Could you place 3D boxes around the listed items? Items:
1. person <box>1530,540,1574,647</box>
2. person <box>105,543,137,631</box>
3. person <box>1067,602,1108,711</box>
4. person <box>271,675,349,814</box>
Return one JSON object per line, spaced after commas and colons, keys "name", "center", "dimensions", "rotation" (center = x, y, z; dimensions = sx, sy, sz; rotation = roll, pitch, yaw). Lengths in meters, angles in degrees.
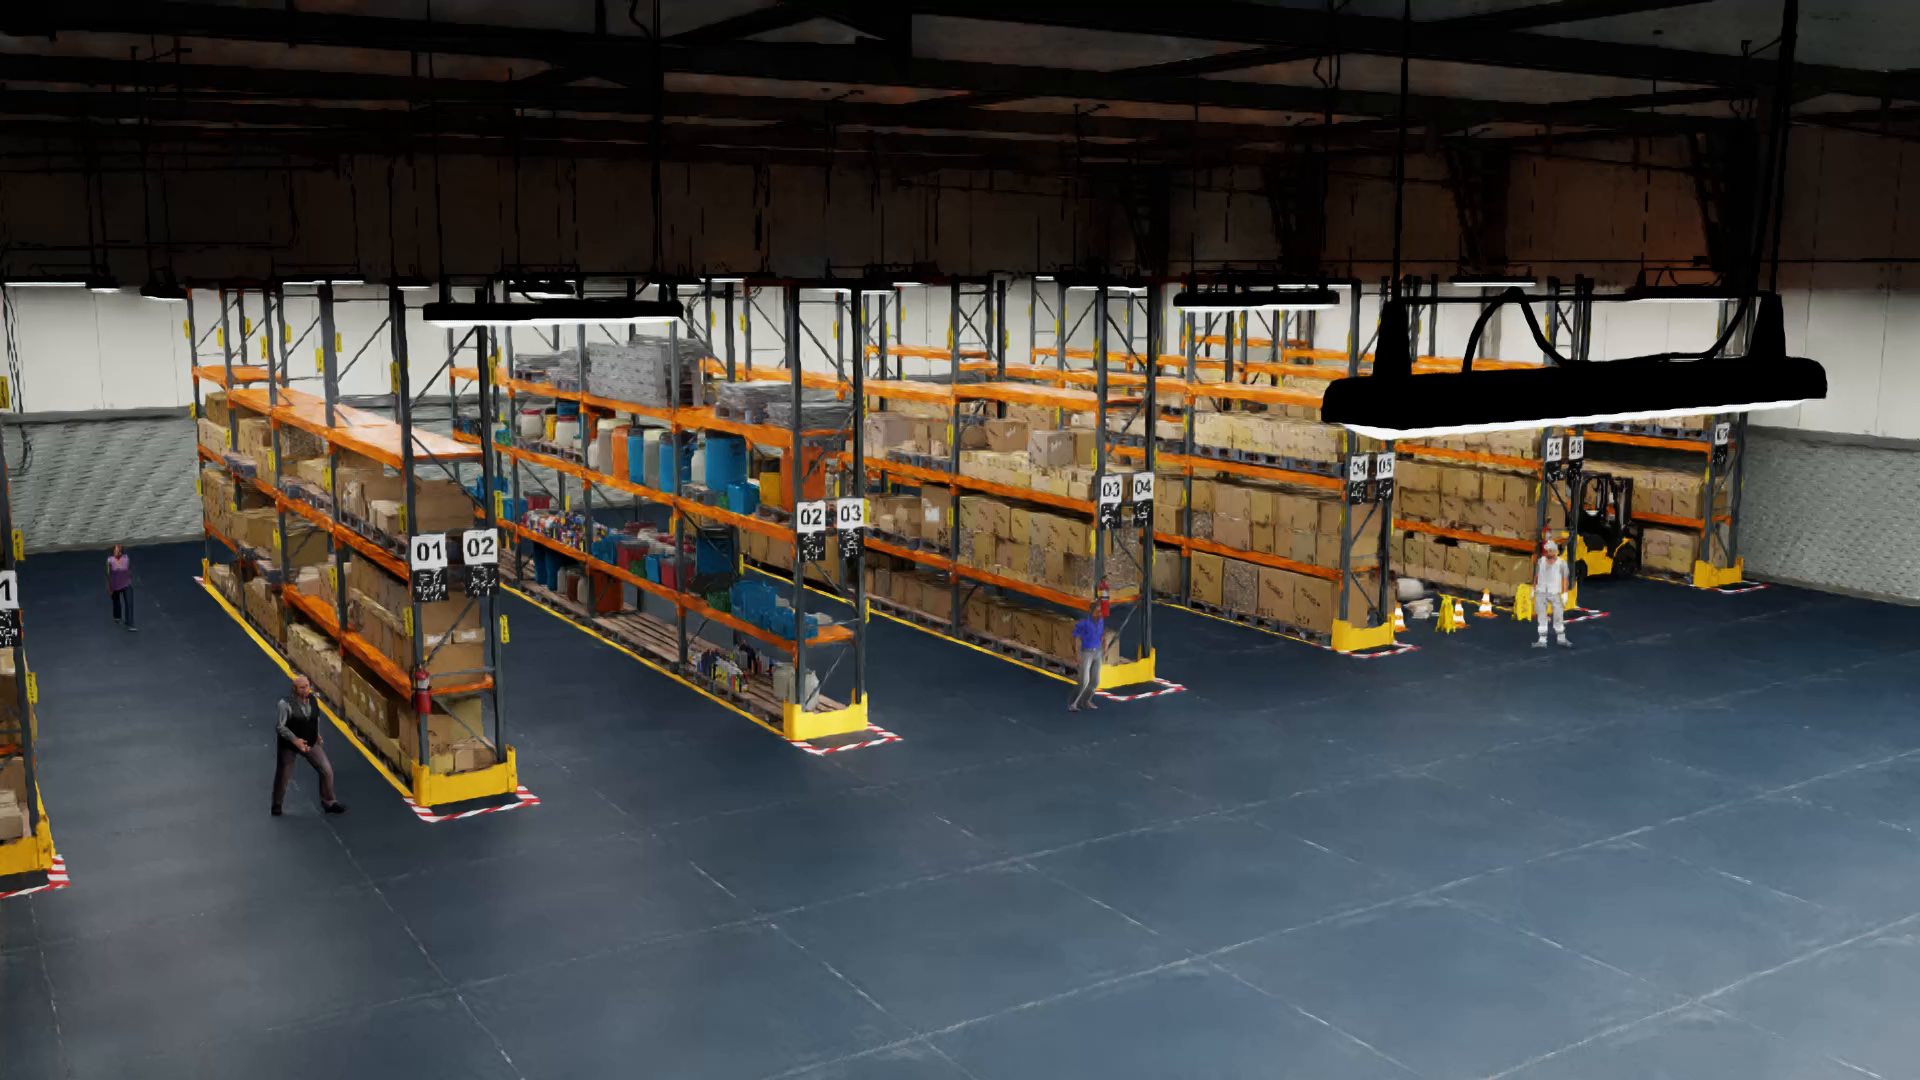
{"name": "person", "center": [9.786, 0.885, 27.435], "dimensions": [0.736, 1.788, 0.477], "rotation": [5, 11, 28]}
{"name": "person", "center": [-14.494, 0.788, 28.678], "dimensions": [0.417, 1.517, 1.037], "rotation": [-6, 11, -30]}
{"name": "person", "center": [1.813, 1.637, 23.505], "dimensions": [0.592, 1.604, 0.513], "rotation": [-7, 12, -34]}
{"name": "person", "center": [-7.569, 2.339, 19.073], "dimensions": [0.830, 1.661, 0.679], "rotation": [8, 12, 39]}
